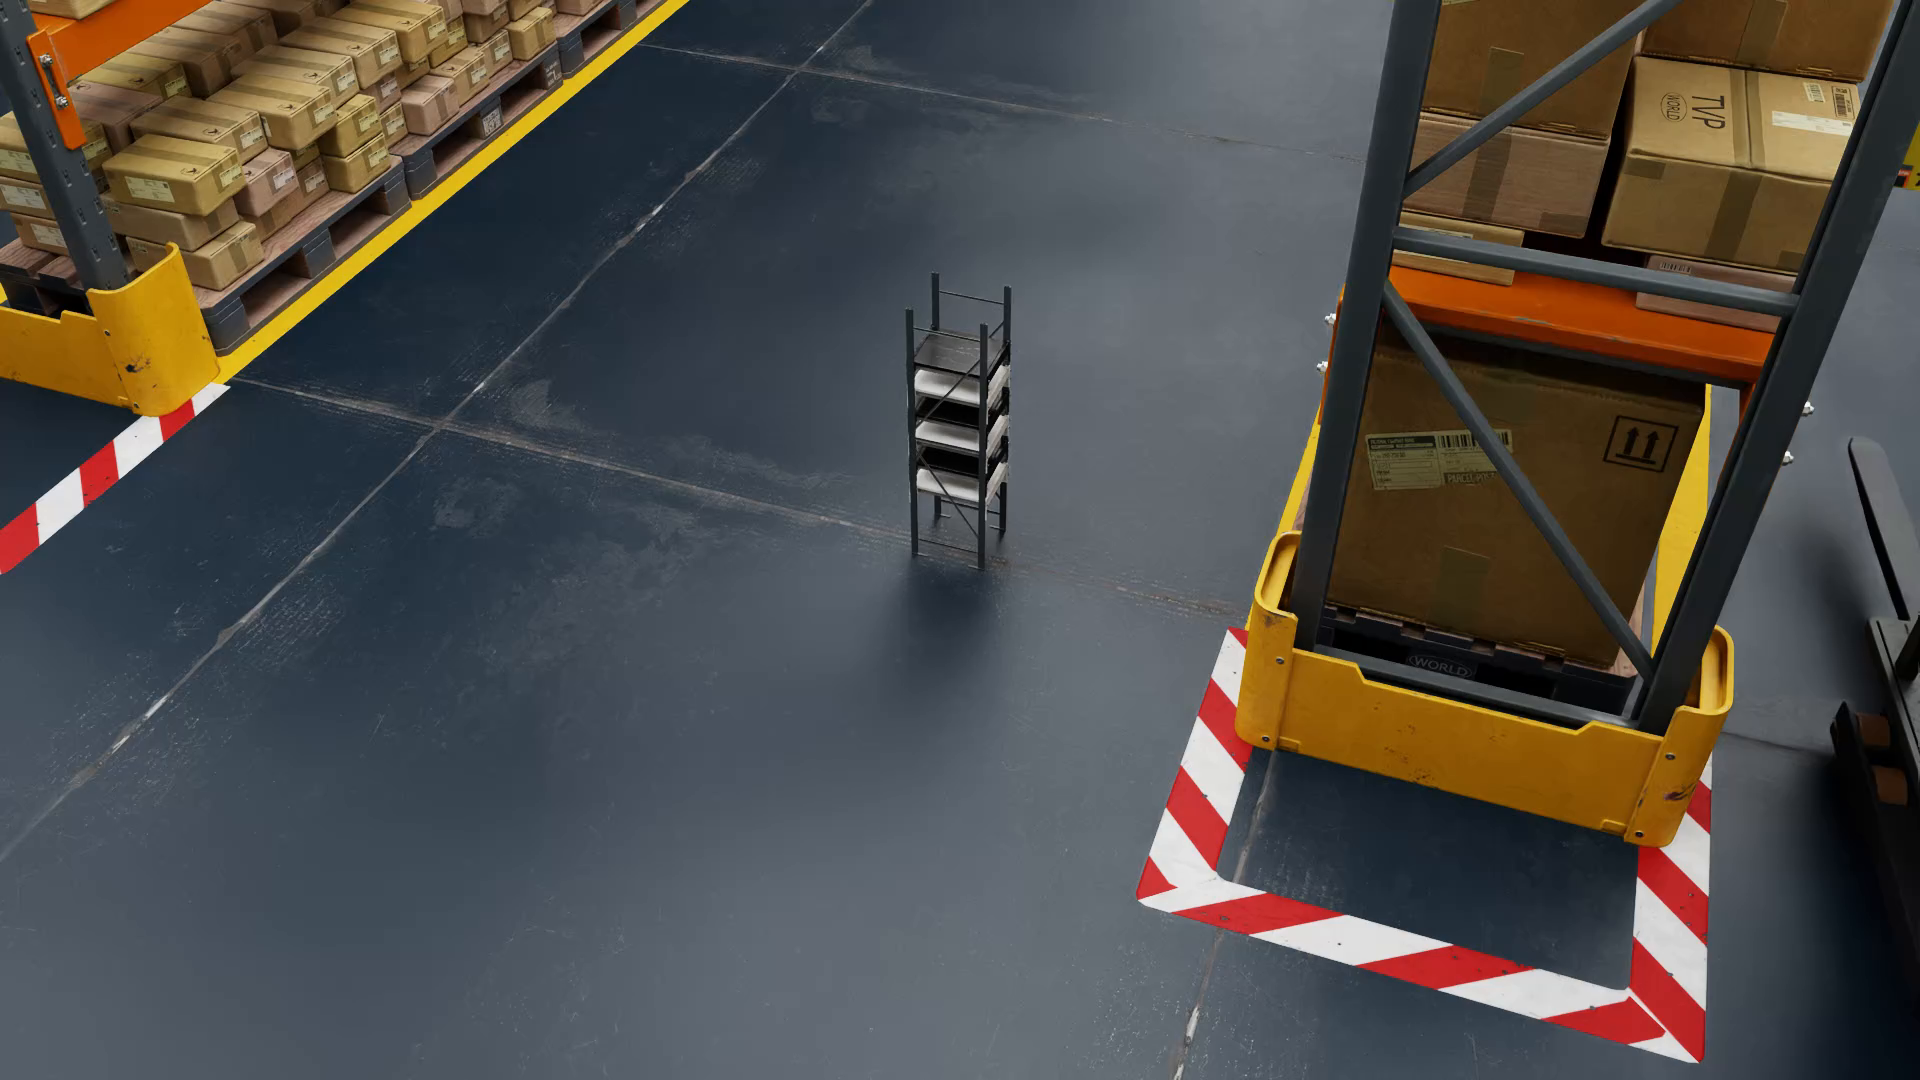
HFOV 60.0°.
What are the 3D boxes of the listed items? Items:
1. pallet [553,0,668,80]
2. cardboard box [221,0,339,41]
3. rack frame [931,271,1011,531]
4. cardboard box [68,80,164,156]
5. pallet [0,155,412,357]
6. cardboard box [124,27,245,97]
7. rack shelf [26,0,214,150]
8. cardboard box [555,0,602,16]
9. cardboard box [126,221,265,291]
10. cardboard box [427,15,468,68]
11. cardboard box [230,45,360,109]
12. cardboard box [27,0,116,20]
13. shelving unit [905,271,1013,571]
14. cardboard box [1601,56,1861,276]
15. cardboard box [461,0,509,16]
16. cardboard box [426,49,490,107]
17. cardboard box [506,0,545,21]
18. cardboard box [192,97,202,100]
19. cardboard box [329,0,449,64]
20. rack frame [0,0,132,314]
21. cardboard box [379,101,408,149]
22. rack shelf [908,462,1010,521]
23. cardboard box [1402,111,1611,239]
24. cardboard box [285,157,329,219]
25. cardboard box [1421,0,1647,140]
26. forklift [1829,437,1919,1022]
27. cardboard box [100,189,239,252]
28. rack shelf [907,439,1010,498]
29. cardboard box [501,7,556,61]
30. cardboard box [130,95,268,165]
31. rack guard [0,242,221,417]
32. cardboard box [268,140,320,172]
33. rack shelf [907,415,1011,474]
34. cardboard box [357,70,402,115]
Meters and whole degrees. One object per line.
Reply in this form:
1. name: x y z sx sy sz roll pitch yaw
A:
1. pallet: -2.092 -2.703 8.255 1.003 0.211 1.213 13 42 15
2. cardboard box: -2.830 -2.205 6.938 0.380 0.149 0.250 12 42 14
3. rack frame: 0.032 -0.399 5.025 0.240 0.900 0.006 13 42 15
4. cardboard box: -3.181 -1.562 6.185 0.380 0.149 0.250 14 42 16
5. pallet: -2.927 -1.214 6.511 1.003 0.211 1.213 13 42 15
6. cardboard box: -3.064 -1.892 6.572 0.380 0.149 0.250 12 42 13
7. rack shelf: -2.580 -2.687 6.643 1.077 0.370 4.000 13 42 15
8. cardboard box: -1.907 -2.626 7.890 0.380 0.149 0.250 12 42 14
9. cardboard box: -2.784 -1.065 6.060 0.380 0.149 0.250 14 42 16
10. cardboard box: -2.349 -2.168 7.124 0.380 0.149 0.250 15 43 17
11. cardboard box: -2.571 -1.777 6.436 0.380 0.149 0.250 11 42 13
12. cardboard box: -2.845 -1.770 5.208 0.380 0.149 0.250 13 42 15
13. shelving unit: -0.003 -0.337 4.952 0.258 0.900 0.210 13 42 15
14. cardboard box: 1.781 -0.868 3.842 0.500 0.250 0.500 12 42 14
15. cardboard box: -2.150 -2.396 7.162 0.380 0.149 0.250 12 42 14
16. cardboard box: -2.267 -2.011 7.169 0.380 0.149 0.250 13 42 15
17. cardboard box: -2.108 -2.481 7.490 0.380 0.149 0.250 14 43 16
18. cardboard box: -3.175 -1.632 6.496 0.380 0.149 0.250 12 42 13
19. cardboard box: -2.334 -2.094 6.808 0.380 0.149 0.250 14 42 16
20. rack frame: -3.264 -1.741 4.980 1.000 3.000 0.127 13 42 15
21. cardboard box: -2.505 -1.704 6.809 0.380 0.149 0.250 13 42 15
22. rack shelf: -0.003 -0.175 5.091 0.258 0.077 0.200 13 42 15
23. cardboard box: 1.279 -0.989 3.985 0.500 0.250 0.500 13 42 14
24. cardboard box: -2.693 -1.396 6.448 0.380 0.149 0.250 14 42 16
25. cardboard box: 1.282 -1.276 3.743 0.500 0.500 0.500 14 42 16
26. forklift: 2.874 -0.269 3.307 1.130 2.935 3.031 7 41 8
27. cardboard box: -2.843 -1.192 5.980 0.380 0.149 0.250 15 43 17
28. rack shelf: -0.003 -0.244 5.032 0.258 0.077 0.200 13 42 15
29. cardboard box: -2.064 -2.310 7.519 0.380 0.149 0.250 13 42 15
30. cardboard box: -2.784 -1.482 6.090 0.380 0.149 0.250 14 42 16
31. rack guard: -3.238 -0.837 5.845 1.175 0.500 0.348 13 42 15
32. cardboard box: -2.696 -1.516 6.359 0.380 0.149 0.250 14 42 16
33. rack shelf: -0.003 -0.312 4.974 0.258 0.077 0.200 13 42 15
34. cardboard box: -2.505 -1.831 6.729 0.380 0.149 0.250 11 42 13
